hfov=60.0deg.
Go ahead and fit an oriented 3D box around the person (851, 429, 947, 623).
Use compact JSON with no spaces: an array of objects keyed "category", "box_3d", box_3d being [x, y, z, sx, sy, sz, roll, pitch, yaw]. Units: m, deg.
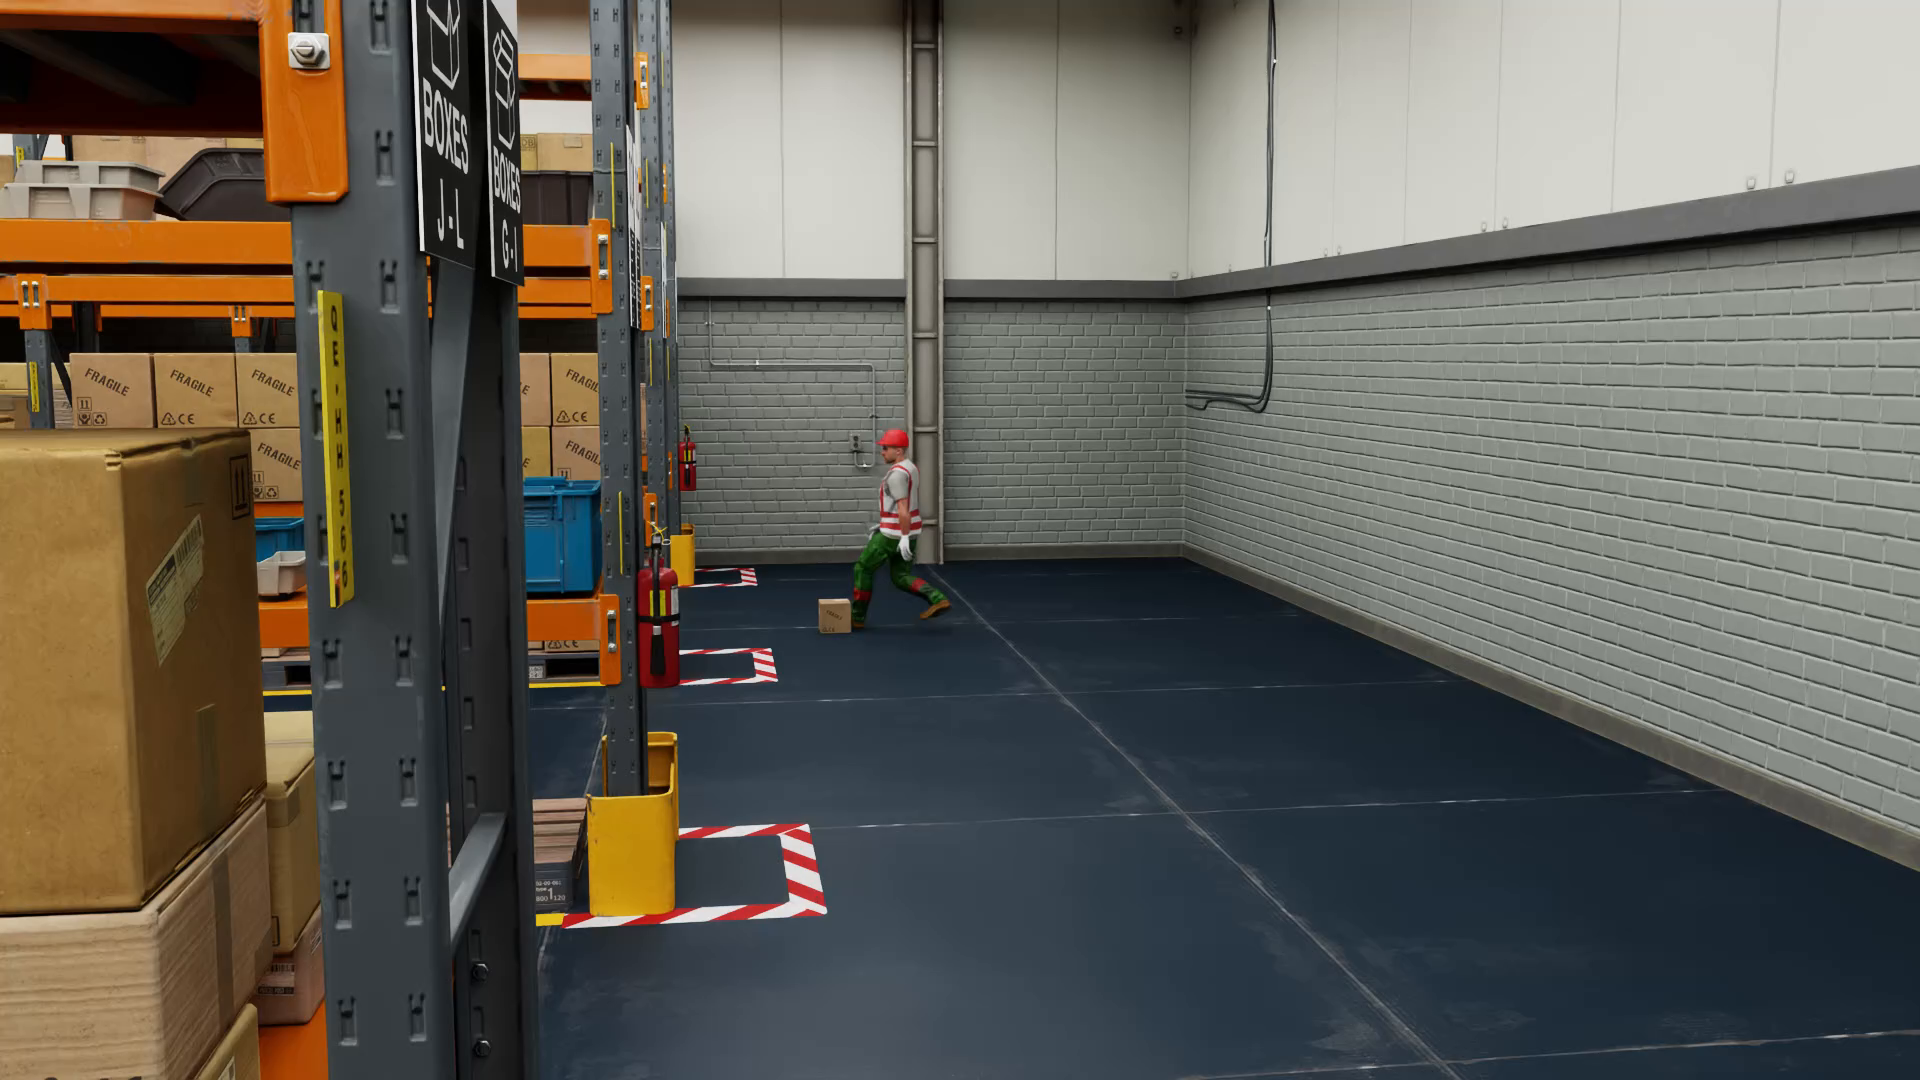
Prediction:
[{"category":"person","box_3d":[-0.542,-0.104,13.791,0.867,1.634,0.507,3,7,22]}]
